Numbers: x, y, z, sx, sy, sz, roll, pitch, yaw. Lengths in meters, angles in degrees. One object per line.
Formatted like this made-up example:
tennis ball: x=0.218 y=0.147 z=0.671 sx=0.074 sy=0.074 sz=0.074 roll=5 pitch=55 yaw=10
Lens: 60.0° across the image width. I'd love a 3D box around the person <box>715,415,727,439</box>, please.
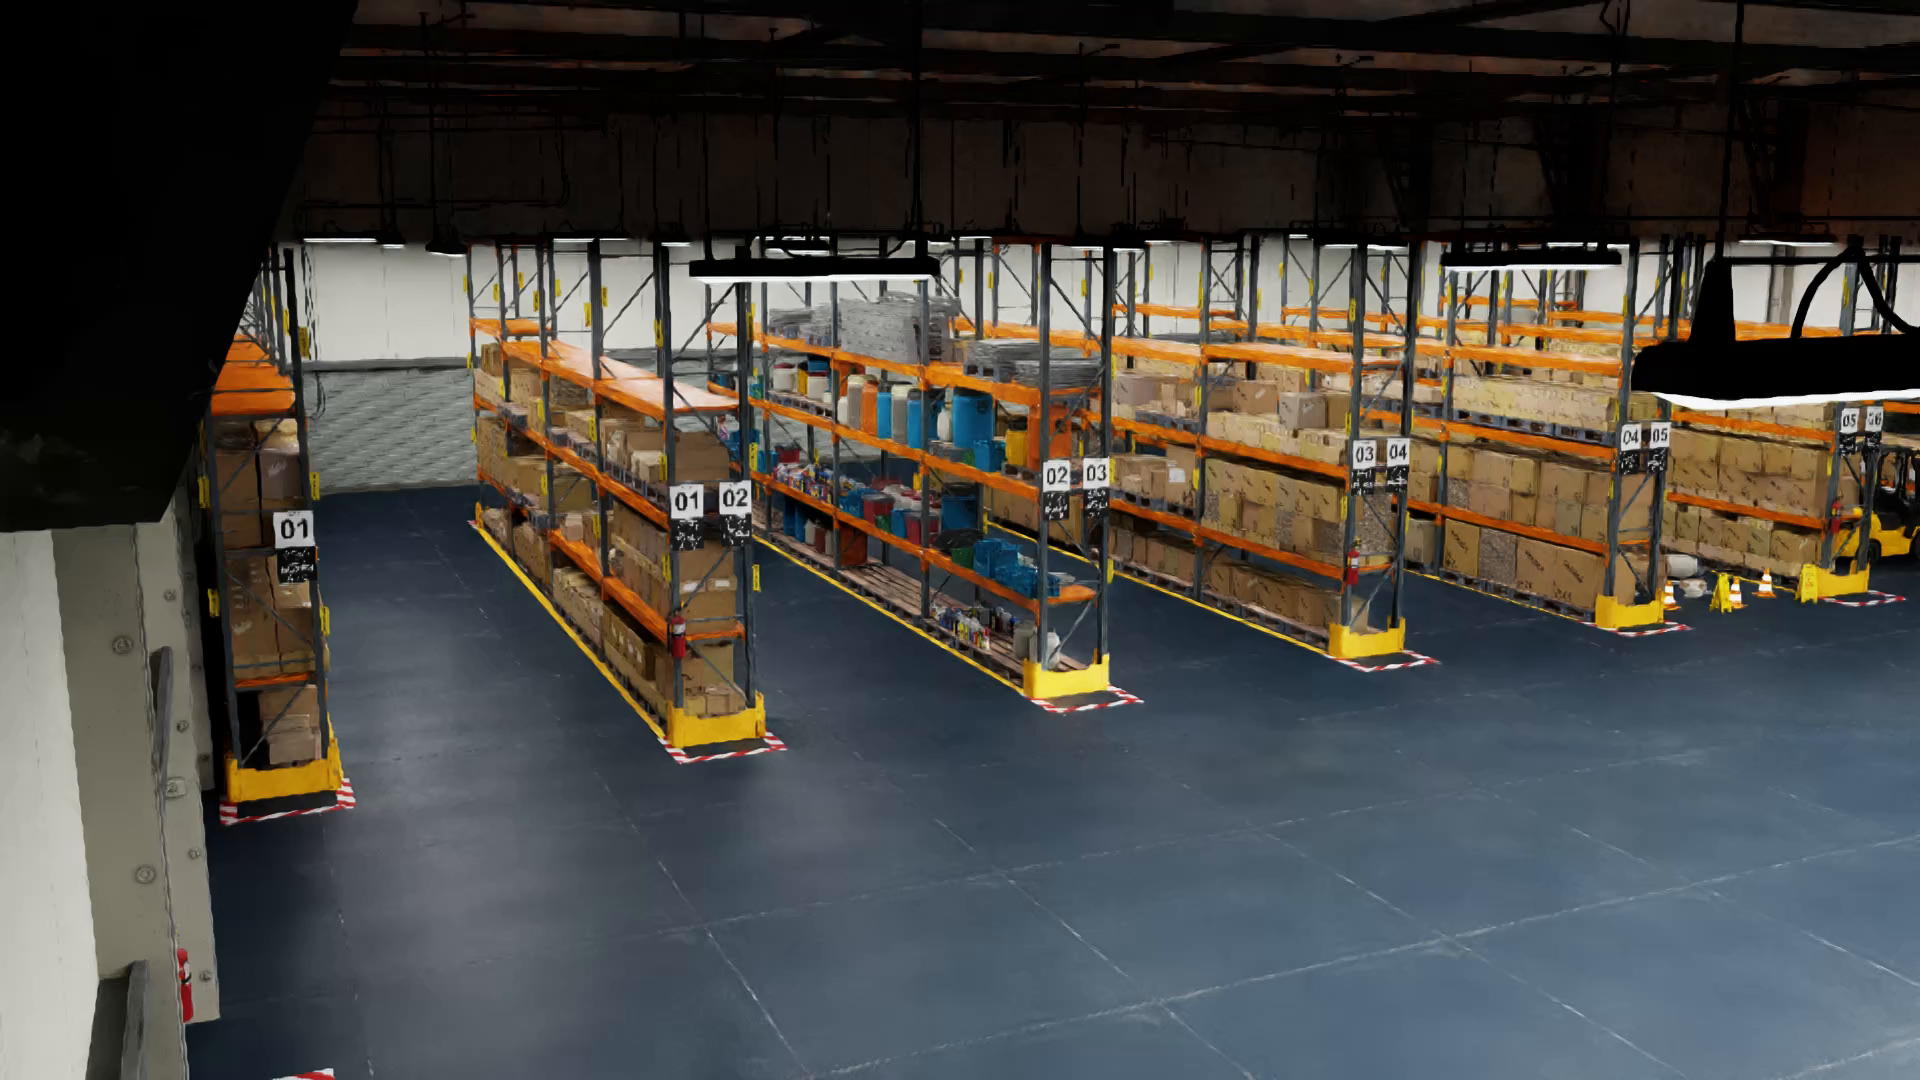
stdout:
person: x=-5.914 y=-2.271 z=40.725 sx=0.410 sy=1.547 sz=0.566 roll=1 pitch=11 yaw=4
